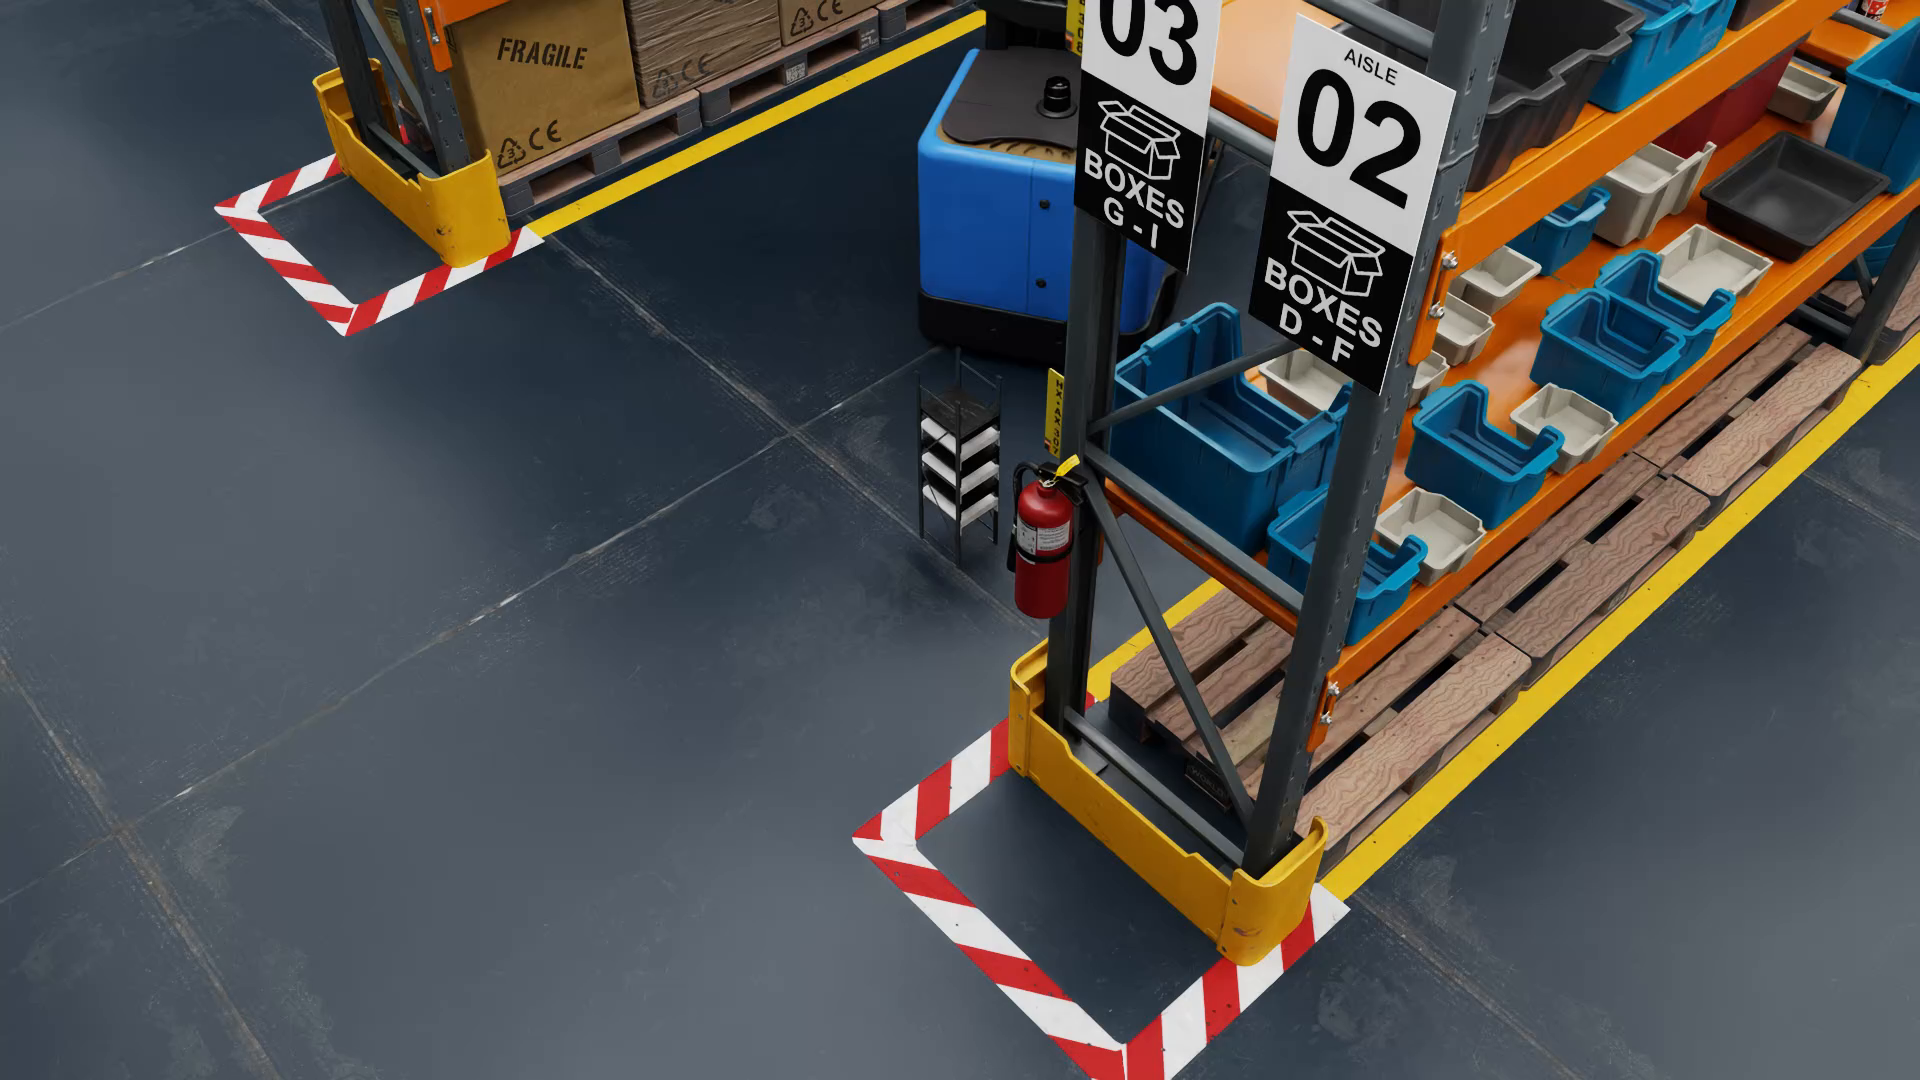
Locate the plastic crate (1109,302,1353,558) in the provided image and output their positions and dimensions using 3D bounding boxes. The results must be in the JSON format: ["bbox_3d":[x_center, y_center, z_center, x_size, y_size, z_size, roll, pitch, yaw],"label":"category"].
[{"bbox_3d":[0.797,-0.318,4.937,0.499,0.435,0.616,-34,56,-27],"label":"plastic crate"}]

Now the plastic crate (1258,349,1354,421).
[{"bbox_3d":[1.156,-0.451,5.264,0.243,0.136,0.396,-34,56,-27],"label":"plastic crate"}]

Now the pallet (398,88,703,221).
[{"bbox_3d":[-2.118,-2.204,8.640,1.213,0.211,1.003,-34,56,-27],"label":"pallet"}]

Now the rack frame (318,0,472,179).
[{"bbox_3d":[-2.657,-2.711,7.211,0.127,3.000,1.000,-34,56,-27],"label":"rack frame"}]

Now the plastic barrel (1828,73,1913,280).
[{"bbox_3d":[4.048,-1.686,7.407,0.708,0.901,0.600,-34,56,-27],"label":"plastic barrel"}]

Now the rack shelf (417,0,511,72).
[{"bbox_3d":[-1.177,-3.456,8.388,4.000,0.370,1.077,-34,56,-27],"label":"rack shelf"}]

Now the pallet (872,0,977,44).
[{"bbox_3d":[-0.313,-3.410,9.753,1.213,0.211,1.003,-34,56,-27],"label":"pallet"}]

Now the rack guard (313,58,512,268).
[{"bbox_3d":[-2.675,-1.852,8.119,0.348,0.500,1.175,-34,56,-27],"label":"rack guard"}]

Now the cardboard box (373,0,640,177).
[{"bbox_3d":[-2.237,-2.493,8.170,0.875,0.875,0.875,-34,56,-27],"label":"cardboard box"}]

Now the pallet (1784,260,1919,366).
[{"bbox_3d":[4.233,-1.409,7.907,1.213,0.211,1.003,-34,56,-27],"label":"pallet"}]

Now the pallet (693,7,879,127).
[{"bbox_3d":[-1.216,-2.804,9.193,1.213,0.211,1.003,-34,56,-27],"label":"pallet"}]

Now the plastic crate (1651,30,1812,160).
[{"bbox_3d":[2.805,-1.733,6.224,0.583,0.464,0.402,-34,56,-27],"label":"plastic crate"}]

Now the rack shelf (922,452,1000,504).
[{"bbox_3d":[-0.006,-0.279,6.440,0.200,0.077,0.258,-34,56,-27],"label":"rack shelf"}]

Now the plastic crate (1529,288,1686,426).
[{"bbox_3d":[2.053,-0.576,5.313,0.300,0.233,0.416,-34,56,-27],"label":"plastic crate"}]

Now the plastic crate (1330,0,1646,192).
[{"bbox_3d":[1.147,-1.030,3.707,0.590,0.269,0.497,-34,56,-27],"label":"plastic crate"}]

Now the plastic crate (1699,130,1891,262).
[{"bbox_3d":[2.987,-1.223,5.984,0.590,0.125,0.437,-34,56,-27],"label":"plastic crate"}]

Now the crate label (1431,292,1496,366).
[{"bbox_3d":[1.570,-0.737,5.528,0.243,0.136,0.396,-34,56,-27],"label":"crate label"}]

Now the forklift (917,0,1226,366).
[{"bbox_3d":[0.724,-2.821,7.359,1.130,2.935,3.031,12,49,11],"label":"forklift"}]

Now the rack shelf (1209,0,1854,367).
[{"bbox_3d":[2.155,-1.780,4.800,4.000,0.370,1.077,-34,56,-27],"label":"rack shelf"}]

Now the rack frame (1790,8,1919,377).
[{"bbox_3d":[3.634,-1.996,6.551,0.127,3.000,1.000,-34,56,-27],"label":"rack frame"}]

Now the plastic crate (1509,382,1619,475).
[{"bbox_3d":[1.874,-0.341,5.162,0.298,0.136,0.250,-34,56,-27],"label":"plastic crate"}]

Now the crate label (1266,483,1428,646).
[{"bbox_3d":[1.079,0.075,4.713,0.303,0.233,0.416,-34,56,-27],"label":"crate label"}]

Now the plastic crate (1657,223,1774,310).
[{"bbox_3d":[2.548,-0.902,5.680,0.466,0.136,0.293,-34,56,-27],"label":"plastic crate"}]

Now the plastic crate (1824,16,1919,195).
[{"bbox_3d":[3.518,-1.595,6.150,0.575,0.384,0.392,-34,56,-27],"label":"plastic crate"}]

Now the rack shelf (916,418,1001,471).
[{"bbox_3d":[-0.006,-0.401,6.308,0.200,0.077,0.258,-34,56,-27],"label":"rack shelf"}]

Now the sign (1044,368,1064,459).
[{"bbox_3d":[0.293,-0.365,4.934,0.005,0.325,0.100,-34,56,-27],"label":"sign"}]

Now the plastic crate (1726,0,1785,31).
[{"bbox_3d":[1.990,-1.620,4.205,0.767,0.338,0.504,-34,56,-27],"label":"plastic crate"}]

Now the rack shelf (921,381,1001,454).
[{"bbox_3d":[-0.006,-0.462,6.242,0.200,0.077,0.258,-34,56,-27],"label":"rack shelf"}]

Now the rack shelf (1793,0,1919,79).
[{"bbox_3d":[5.114,-2.741,7.727,4.000,0.370,1.077,-34,56,-27],"label":"rack shelf"}]

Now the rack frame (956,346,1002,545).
[{"bbox_3d":[0.069,-0.351,6.462,0.006,0.900,0.240,-34,56,-27],"label":"rack frame"}]

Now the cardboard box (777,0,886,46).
[{"bbox_3d":[-0.906,-3.383,8.991,0.875,0.875,0.875,-34,56,-27],"label":"cardboard box"}]

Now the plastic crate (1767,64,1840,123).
[{"bbox_3d":[3.194,-1.774,6.485,0.243,0.136,0.396,-34,56,-27],"label":"plastic crate"}]

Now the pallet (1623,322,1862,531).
[{"bbox_3d":[3.116,-0.666,7.221,1.213,0.211,1.003,-34,56,-27],"label":"pallet"}]

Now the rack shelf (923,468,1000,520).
[{"bbox_3d":[-0.006,-0.218,6.506,0.200,0.077,0.258,-34,56,-27],"label":"rack shelf"}]

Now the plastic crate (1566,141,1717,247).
[{"bbox_3d":[2.381,-1.321,5.968,0.530,0.282,0.437,-34,56,-27],"label":"plastic crate"}]

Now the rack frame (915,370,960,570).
[{"bbox_3d":[-0.081,-0.251,6.369,0.006,0.900,0.240,-34,56,-27],"label":"rack frame"}]

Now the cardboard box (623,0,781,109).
[{"bbox_3d":[-1.564,-2.943,8.585,0.875,0.875,0.875,-34,56,-27],"label":"cardboard box"}]

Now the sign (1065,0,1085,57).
[{"bbox_3d":[0.293,-1.291,3.930,0.005,0.325,0.100,-34,56,-27],"label":"sign"}]

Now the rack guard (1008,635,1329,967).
[{"bbox_3d":[0.666,0.848,5.627,0.348,0.500,1.175,-34,56,-27],"label":"rack guard"}]

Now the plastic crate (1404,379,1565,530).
[{"bbox_3d":[1.566,-0.250,5.013,0.300,0.233,0.416,-34,56,-27],"label":"plastic crate"}]

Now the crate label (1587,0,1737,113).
[{"bbox_3d":[1.575,-1.265,3.937,0.502,0.251,0.408,-34,56,-27],"label":"crate label"}]

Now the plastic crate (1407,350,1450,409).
[{"bbox_3d":[1.381,-0.586,5.388,0.243,0.136,0.396,-34,56,-27],"label":"plastic crate"}]

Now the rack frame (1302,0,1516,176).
[{"bbox_3d":[0.675,-2.053,2.521,0.127,3.000,1.000,-34,56,-27],"label":"rack frame"}]

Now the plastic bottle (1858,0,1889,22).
[{"bbox_3d":[3.806,-2.241,6.912,0.097,0.201,0.097,0,47,0],"label":"plastic bottle"}]

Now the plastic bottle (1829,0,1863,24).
[{"bbox_3d":[3.709,-2.324,6.938,0.135,0.276,0.152,-34,56,-27],"label":"plastic bottle"}]

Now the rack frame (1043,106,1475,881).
[{"bbox_3d":[0.675,-0.018,4.726,0.127,3.000,1.000,-34,56,-27],"label":"rack frame"}]

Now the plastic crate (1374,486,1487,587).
[{"bbox_3d":[1.372,-0.006,4.853,0.298,0.136,0.250,-34,56,-27],"label":"plastic crate"}]

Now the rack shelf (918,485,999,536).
[{"bbox_3d":[-0.006,-0.156,6.572,0.200,0.077,0.258,-34,56,-27],"label":"rack shelf"}]

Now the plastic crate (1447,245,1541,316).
[{"bbox_3d":[1.777,-0.894,5.672,0.250,0.136,0.298,-34,56,-27],"label":"plastic crate"}]

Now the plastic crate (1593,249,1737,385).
[{"bbox_3d":[2.275,-0.724,5.450,0.300,0.233,0.416,-34,56,-27],"label":"plastic crate"}]

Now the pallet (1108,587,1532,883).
[{"bbox_3d":[1.311,0.541,6.107,1.213,0.211,1.003,-34,56,-27],"label":"pallet"}]

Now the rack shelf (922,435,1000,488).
[{"bbox_3d":[-0.006,-0.340,6.374,0.200,0.077,0.258,-34,56,-27],"label":"rack shelf"}]

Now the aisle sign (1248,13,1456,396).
[{"bbox_3d":[0.821,-0.703,3.589,0.004,0.787,0.394,-34,56,-27],"label":"aisle sign"}]

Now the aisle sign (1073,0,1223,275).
[{"bbox_3d":[0.425,-1.023,3.885,0.004,0.787,0.394,-34,56,-27],"label":"aisle sign"}]

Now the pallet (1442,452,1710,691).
[{"bbox_3d":[2.213,-0.059,6.661,1.213,0.211,1.003,-34,56,-27],"label":"pallet"}]

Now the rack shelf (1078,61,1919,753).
[{"bbox_3d":[2.155,-0.763,5.903,4.000,0.370,1.077,-34,56,-27],"label":"rack shelf"}]

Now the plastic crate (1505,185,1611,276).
[{"bbox_3d":[2.022,-1.137,5.831,0.300,0.233,0.416,-34,56,-27],"label":"plastic crate"}]

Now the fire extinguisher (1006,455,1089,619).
[{"bbox_3d":[0.258,-0.038,5.050,0.183,0.674,0.296,-34,56,-27],"label":"fire extinguisher"}]

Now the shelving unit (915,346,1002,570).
[{"bbox_3d":[-0.006,-0.301,6.416,0.210,0.900,0.258,-34,56,-27],"label":"shelving unit"}]
